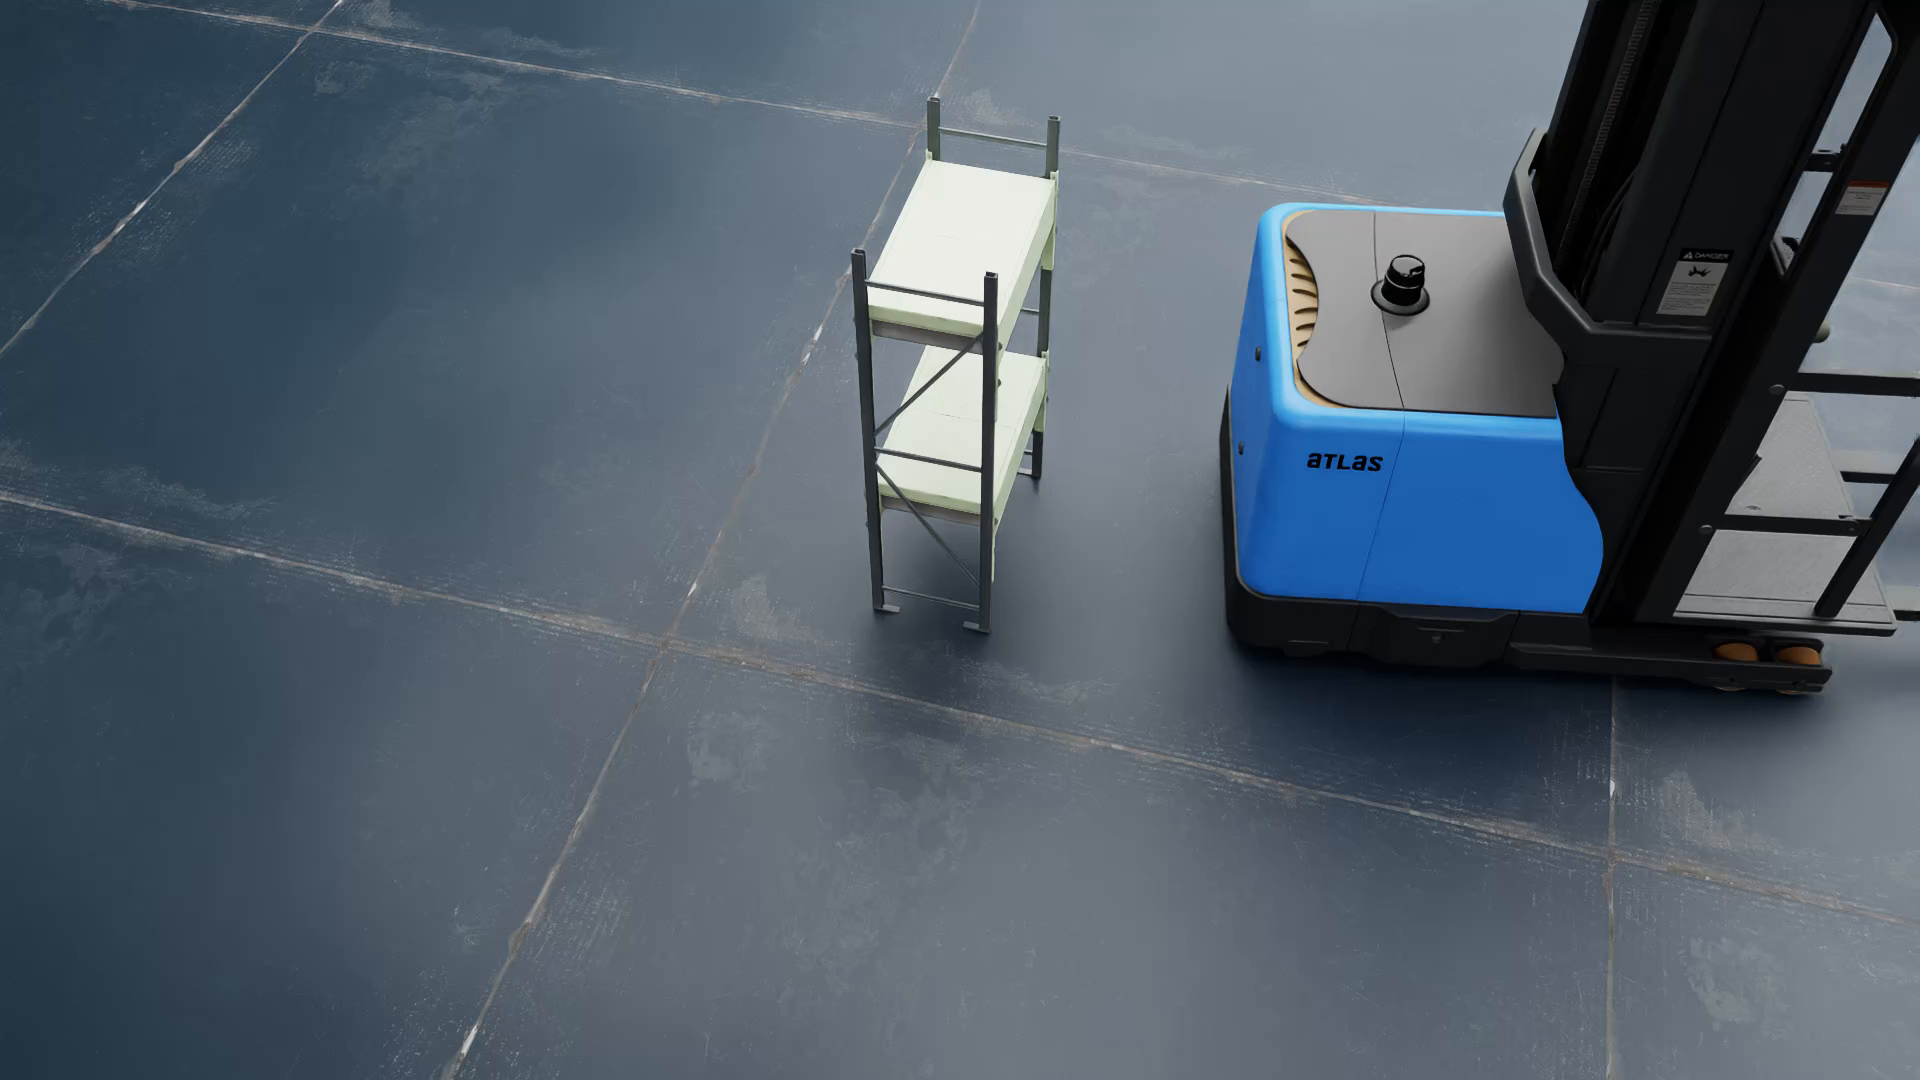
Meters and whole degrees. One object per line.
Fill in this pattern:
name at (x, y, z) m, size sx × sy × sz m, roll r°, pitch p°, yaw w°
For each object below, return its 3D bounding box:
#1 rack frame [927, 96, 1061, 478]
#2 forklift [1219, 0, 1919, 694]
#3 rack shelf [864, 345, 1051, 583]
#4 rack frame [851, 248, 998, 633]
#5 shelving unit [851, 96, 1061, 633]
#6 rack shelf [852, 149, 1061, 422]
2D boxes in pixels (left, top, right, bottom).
rack frame at (0.098, -0.766, 5.426) m, size 0.400 × 1.500 × 0.023 m, roll 12°, pitch 50°, yaw 10°
forklift at (2.412, -0.894, 4.584) m, size 3.031 × 2.935 × 1.130 m, roll 3°, pitch 49°, yaw 3°
rack shelf at (0.002, -0.285, 5.436) m, size 0.431 × 0.370 × 0.720 m, roll 12°, pitch 50°, yaw 10°
rack frame at (-0.095, -0.236, 4.958) m, size 0.400 × 1.500 × 0.023 m, roll 12°, pitch 50°, yaw 10°
shelving unit at (0.002, -0.501, 5.192) m, size 0.431 × 1.500 × 0.755 m, roll 12°, pitch 50°, yaw 10°
rack shelf at (0.002, -0.759, 4.899) m, size 0.431 × 0.370 × 0.720 m, roll 12°, pitch 50°, yaw 10°
